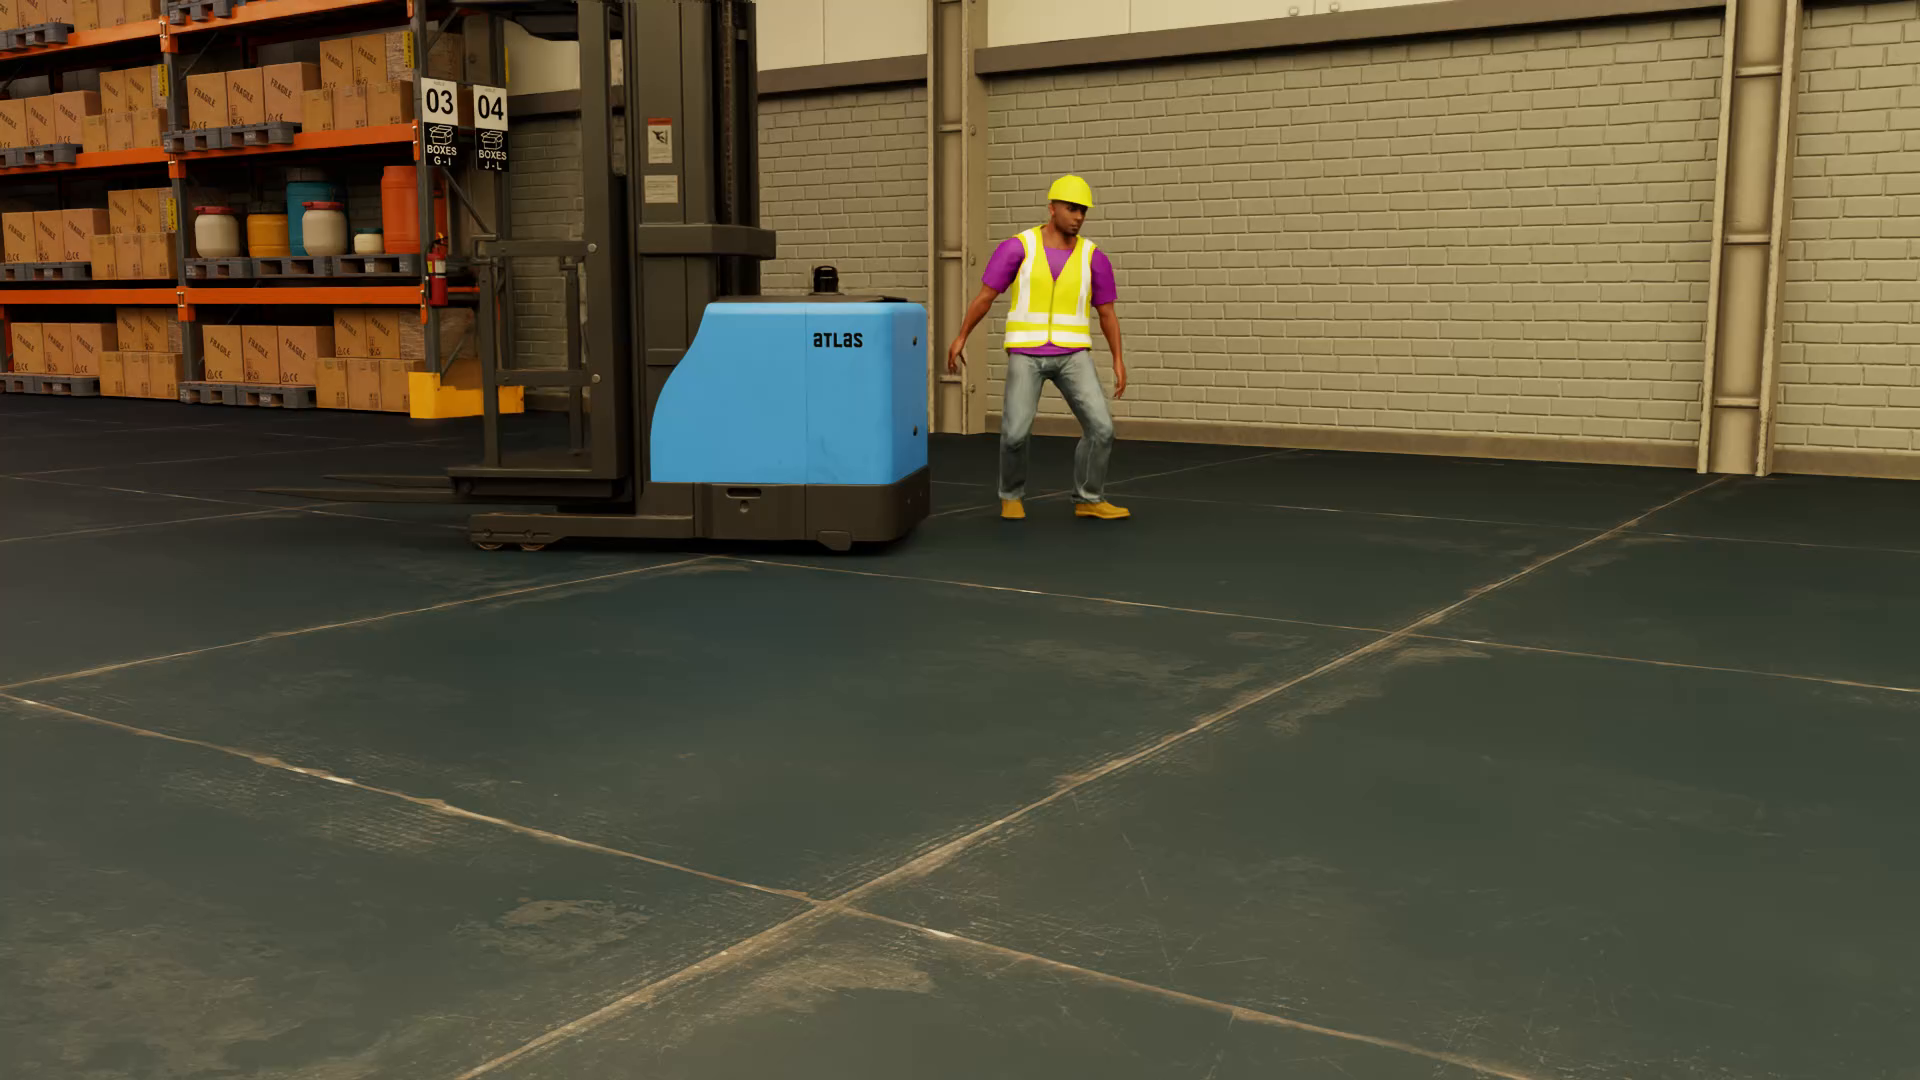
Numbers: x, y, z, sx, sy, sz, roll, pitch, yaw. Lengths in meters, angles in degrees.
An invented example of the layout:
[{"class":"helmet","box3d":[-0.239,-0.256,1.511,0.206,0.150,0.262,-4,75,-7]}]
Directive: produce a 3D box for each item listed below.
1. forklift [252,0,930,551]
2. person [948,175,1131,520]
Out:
[{"class":"forklift","box3d":[-1.704,-1.474,7.559,3.031,2.935,1.130,1,8,8]},{"class":"person","box3d":[0.395,-0.932,8.270,0.912,1.720,0.504,0,8,-1]}]
